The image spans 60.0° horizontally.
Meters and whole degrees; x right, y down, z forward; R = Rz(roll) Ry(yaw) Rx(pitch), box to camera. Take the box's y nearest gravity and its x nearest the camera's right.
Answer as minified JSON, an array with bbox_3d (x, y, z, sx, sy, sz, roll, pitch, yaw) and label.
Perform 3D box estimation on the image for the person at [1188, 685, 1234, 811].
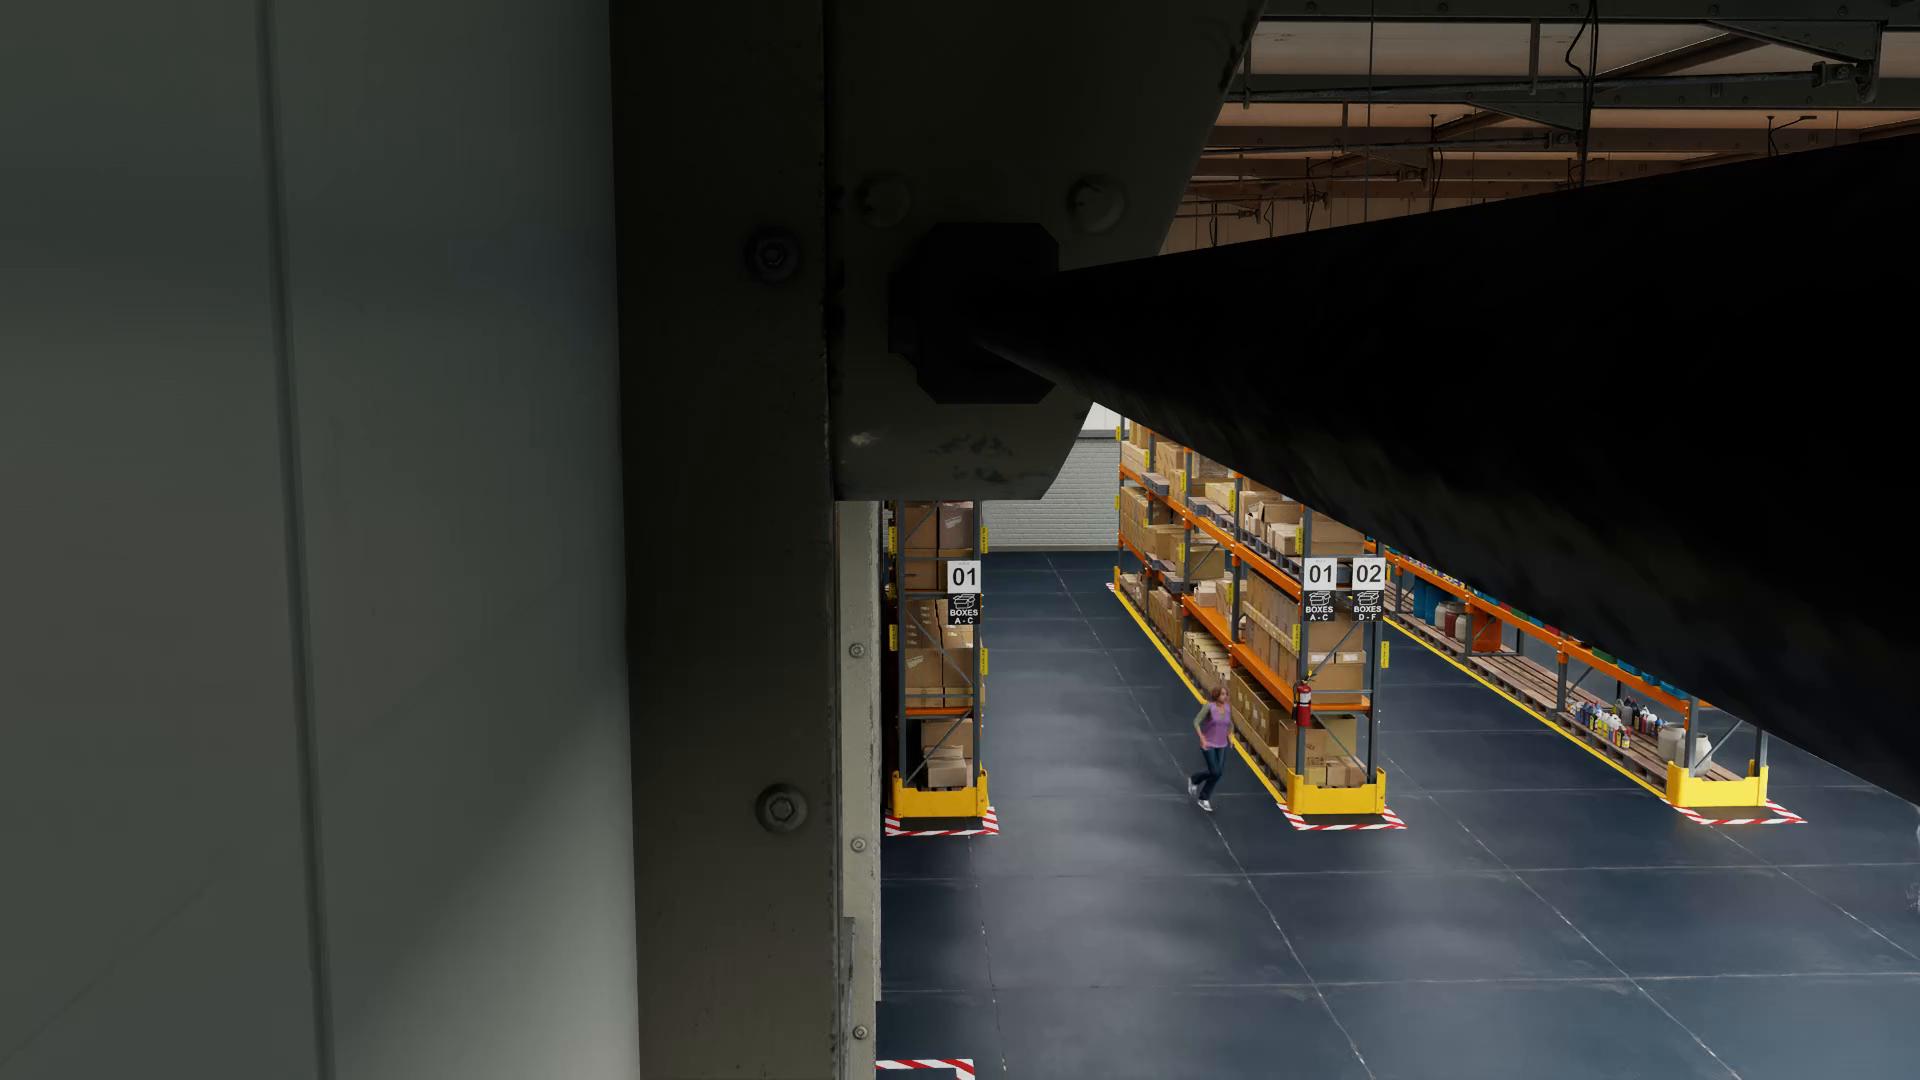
[{"bbox_3d":[3.202,2.587,20.889,0.539,1.561,0.525,-4,9,-28],"label":"person"}]
